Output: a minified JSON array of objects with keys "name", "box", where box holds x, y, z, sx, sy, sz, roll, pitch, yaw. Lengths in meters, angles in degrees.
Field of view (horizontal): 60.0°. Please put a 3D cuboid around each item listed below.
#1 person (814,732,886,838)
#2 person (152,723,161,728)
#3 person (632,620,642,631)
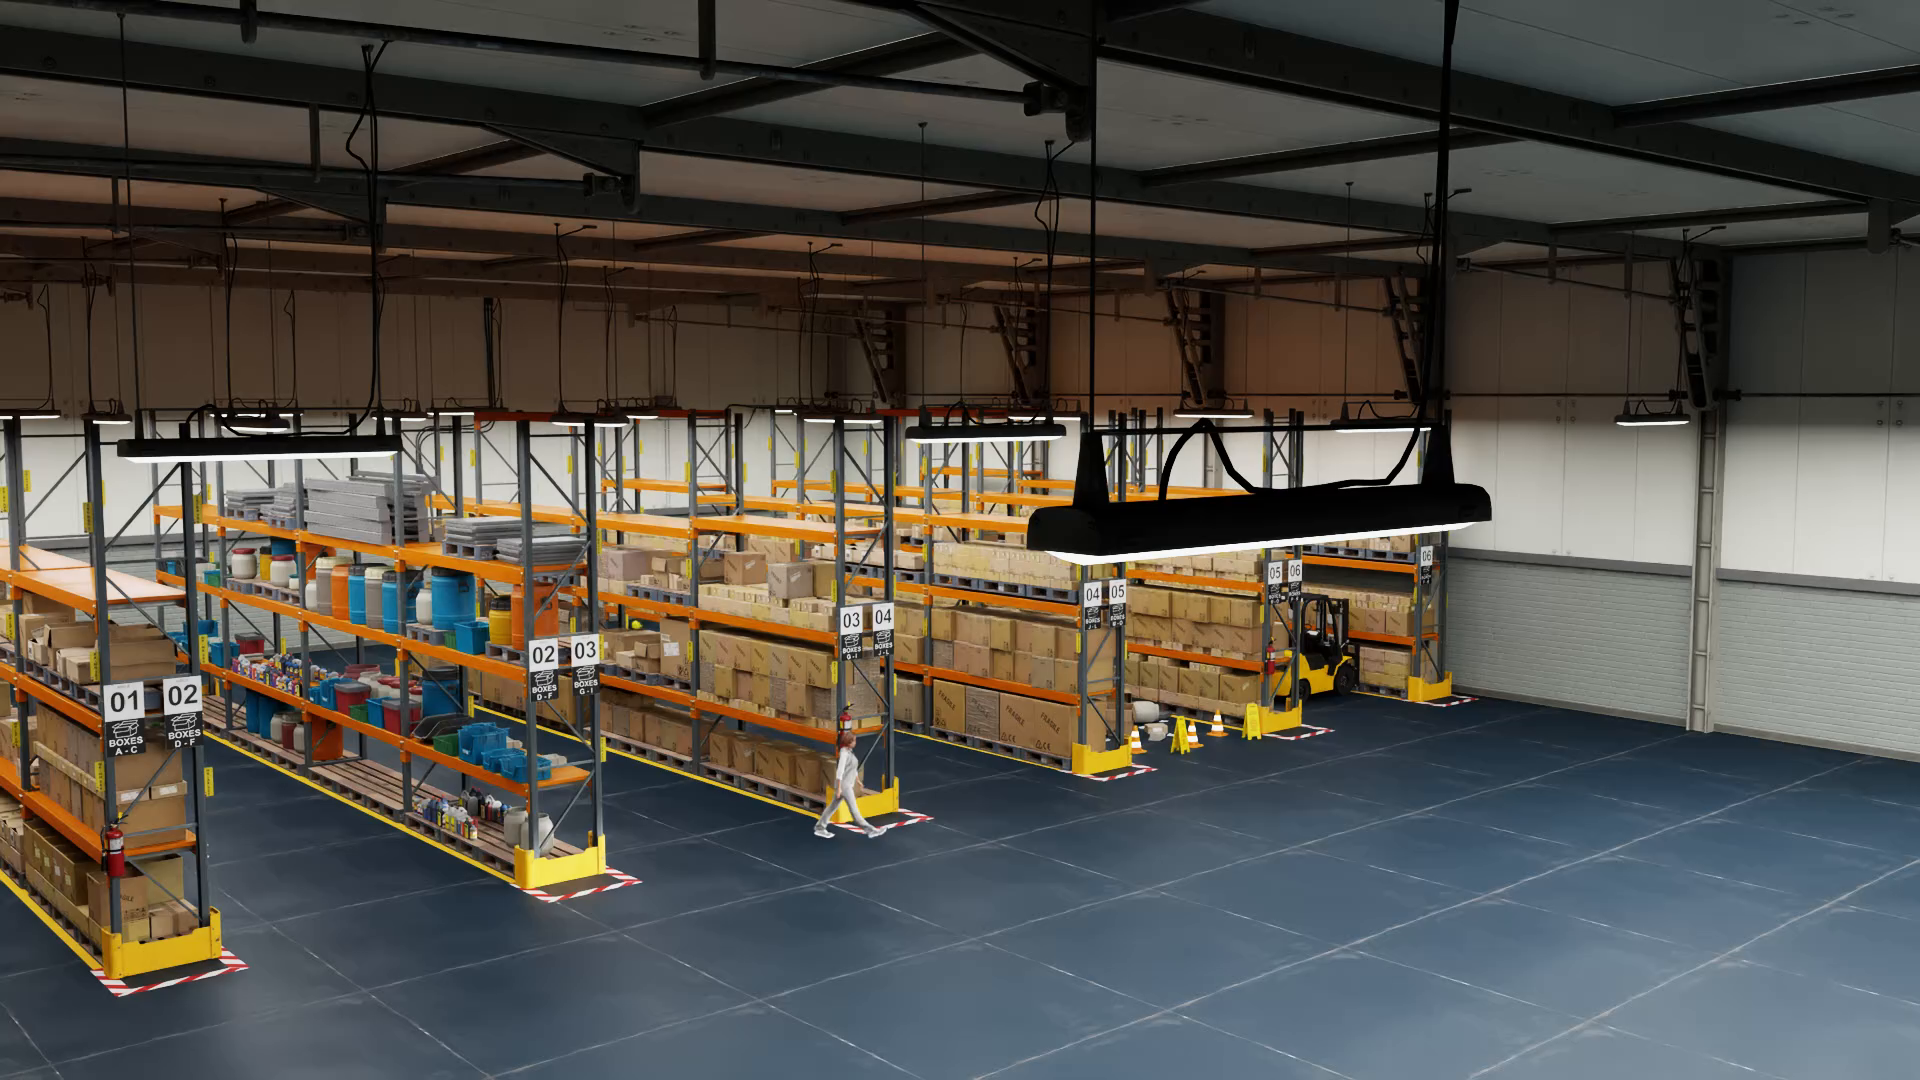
[{"name":"person","box":[-1.565,3.480,23.565,1.024,1.519,0.428,0,5,-4]},{"name":"person","box":[-15.059,2.708,31.137,0.690,1.725,1.061,-4,6,-38]},{"name":"person","box":[-6.481,2.499,33.533,0.581,1.750,0.482,-2,5,-23]}]
